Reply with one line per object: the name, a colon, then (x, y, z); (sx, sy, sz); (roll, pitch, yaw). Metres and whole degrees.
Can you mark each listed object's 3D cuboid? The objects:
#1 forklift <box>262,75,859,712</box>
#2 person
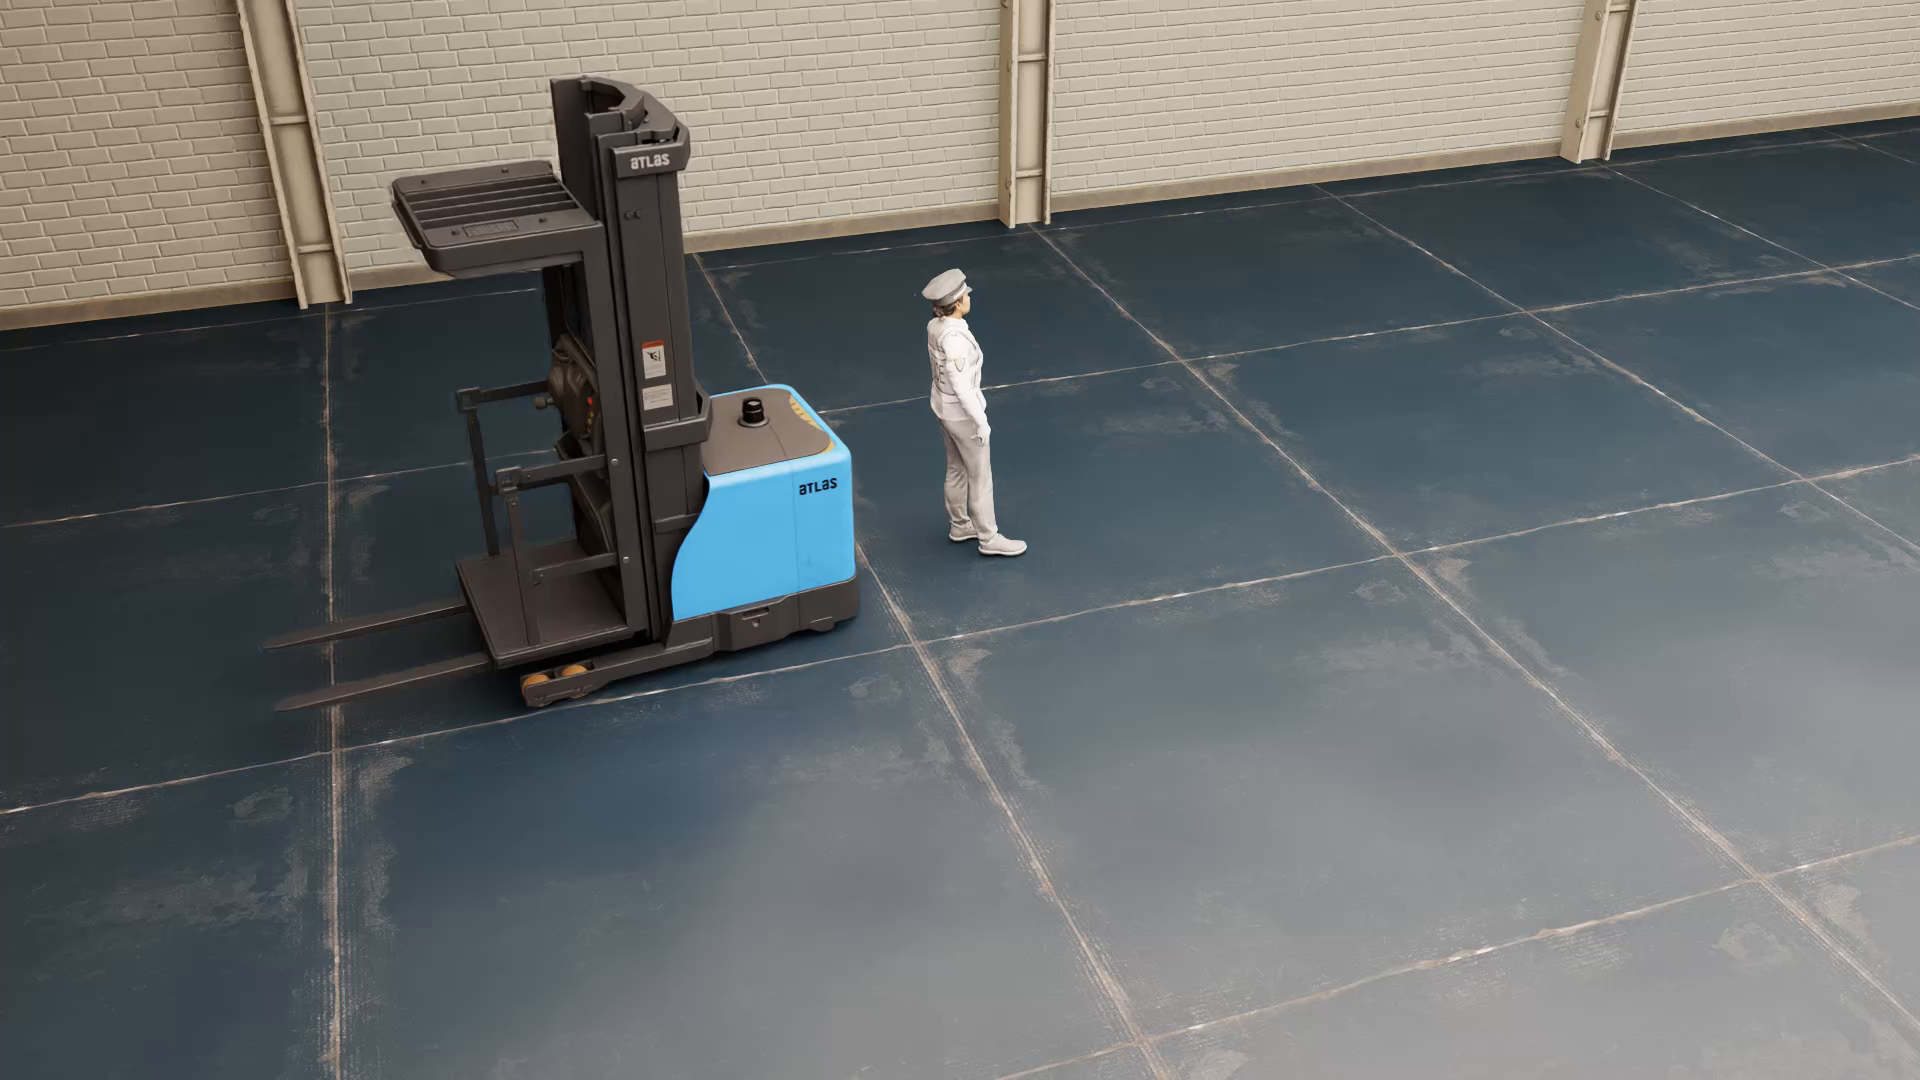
forklift: (-2.118, -0.712, 8.325); (3.031, 2.935, 1.130); (-13, 32, -22)
person: (0.067, -0.748, 9.614); (0.531, 1.695, 0.587); (-10, 31, -16)
